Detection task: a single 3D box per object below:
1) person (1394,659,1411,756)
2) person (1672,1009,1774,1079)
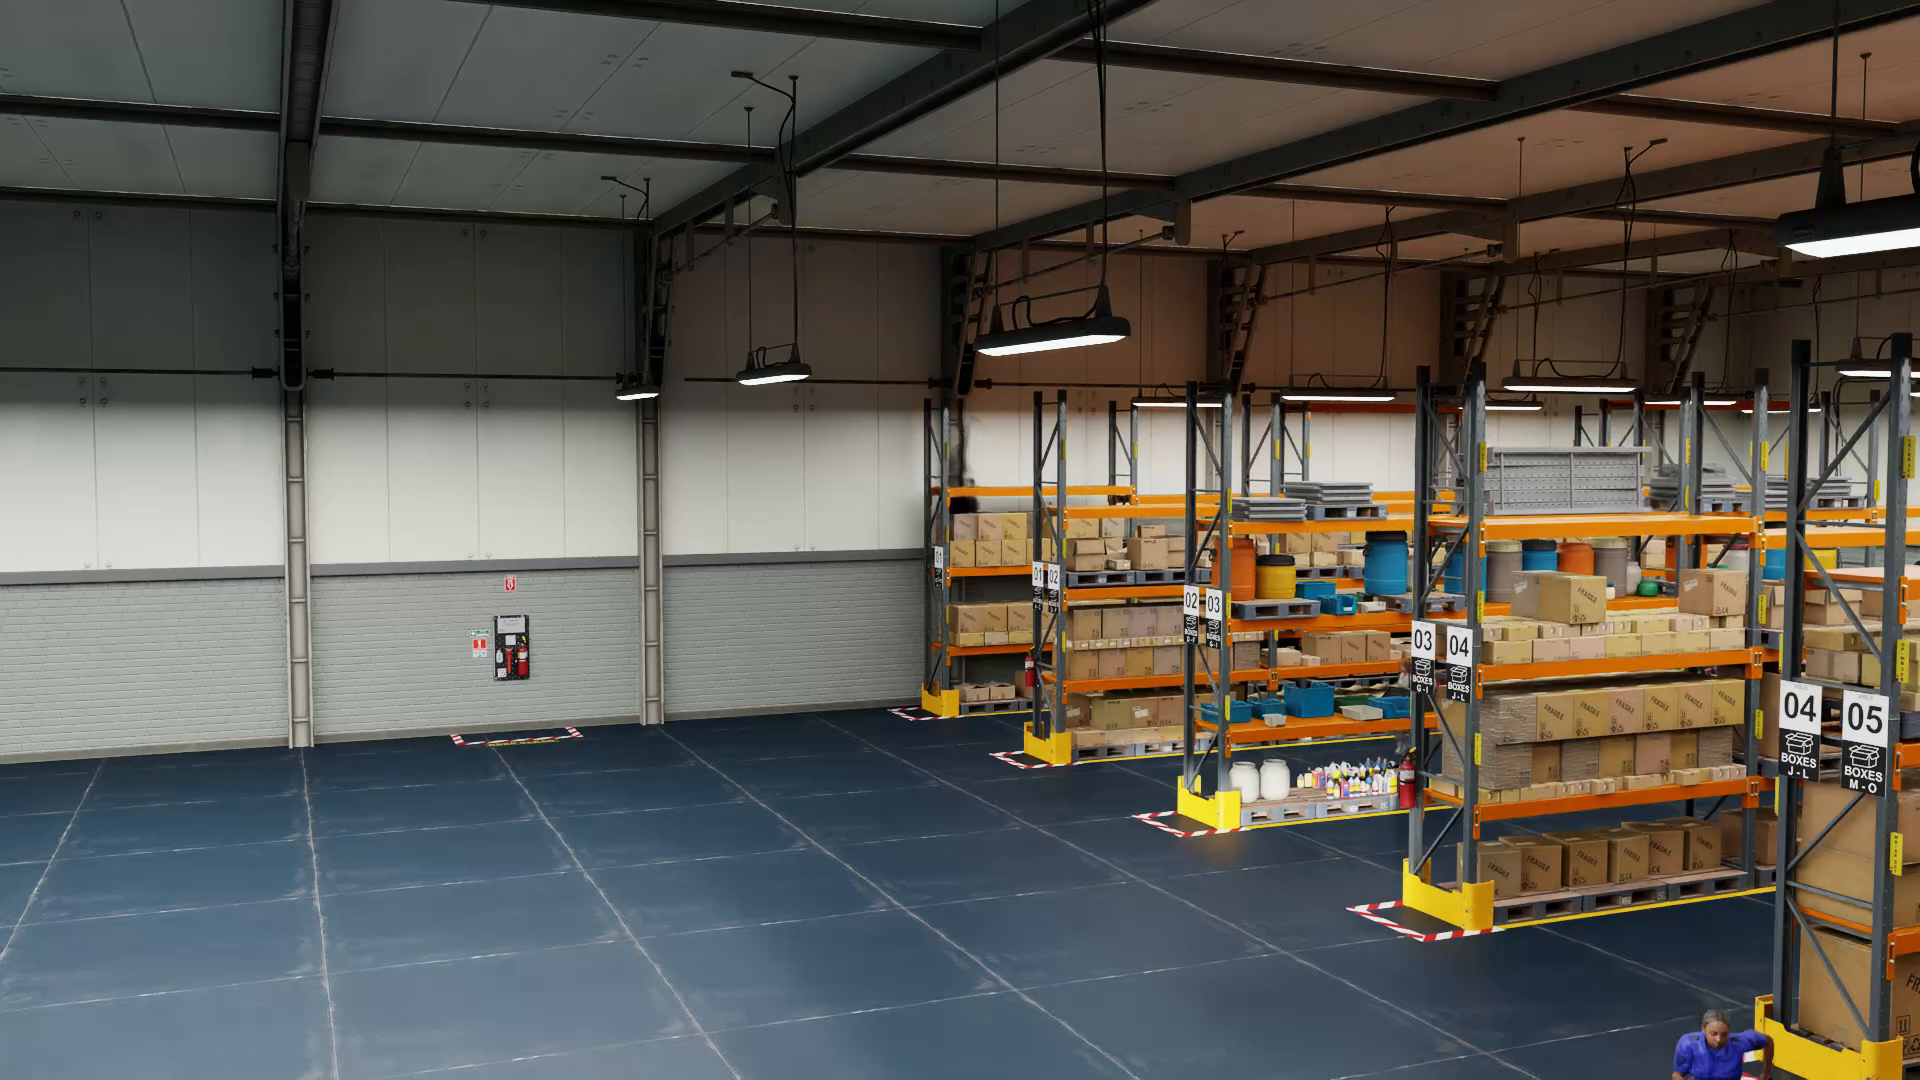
[{"bbox_3d":[7.370,2.770,27.341,0.697,1.638,0.498,-2,4,-30],"label":"person"},{"bbox_3d":[5.026,3.757,10.976,0.607,1.497,0.911,1,4,24],"label":"person"}]
